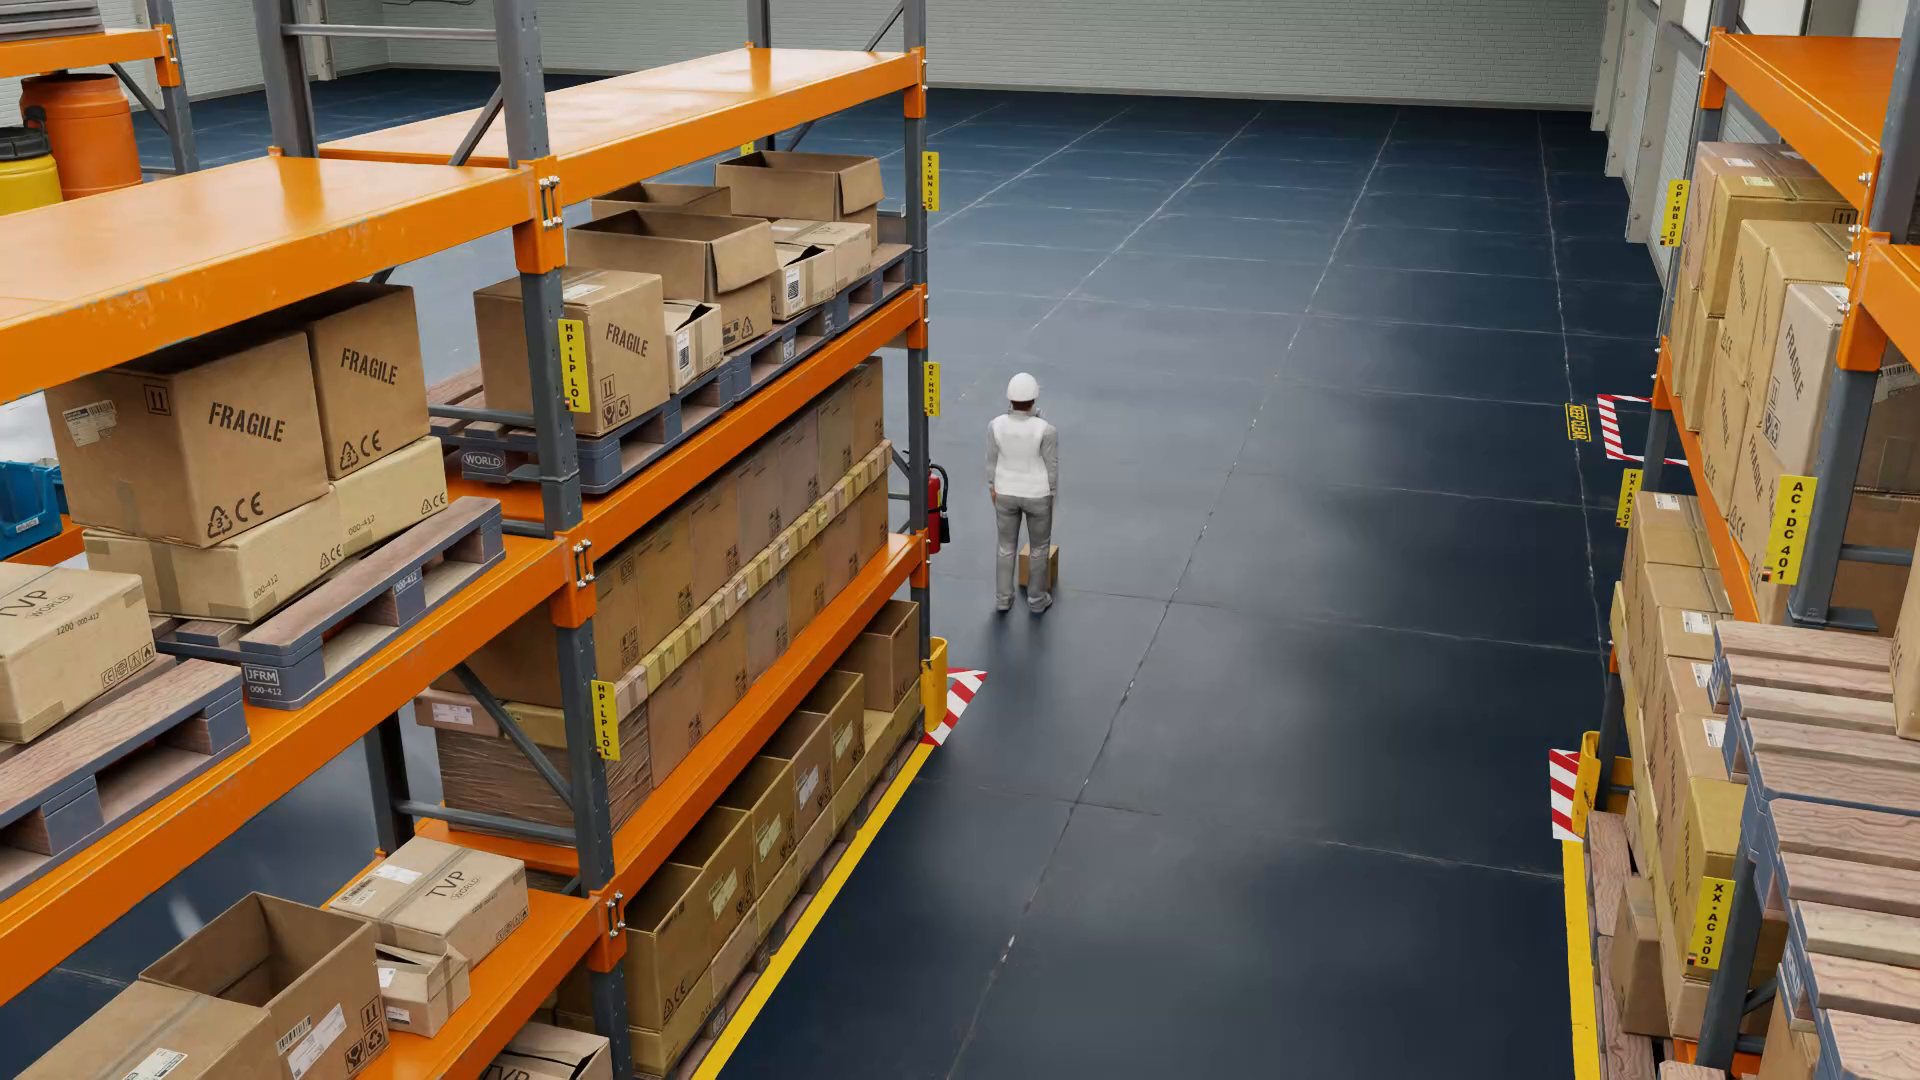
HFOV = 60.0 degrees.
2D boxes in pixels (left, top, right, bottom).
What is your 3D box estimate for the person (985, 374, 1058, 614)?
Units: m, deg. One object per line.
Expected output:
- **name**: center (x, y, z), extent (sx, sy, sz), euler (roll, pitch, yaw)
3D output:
- **person**: center (0.445, -0.338, 11.920), extent (0.532, 1.778, 0.360), euler (7, 23, 17)
